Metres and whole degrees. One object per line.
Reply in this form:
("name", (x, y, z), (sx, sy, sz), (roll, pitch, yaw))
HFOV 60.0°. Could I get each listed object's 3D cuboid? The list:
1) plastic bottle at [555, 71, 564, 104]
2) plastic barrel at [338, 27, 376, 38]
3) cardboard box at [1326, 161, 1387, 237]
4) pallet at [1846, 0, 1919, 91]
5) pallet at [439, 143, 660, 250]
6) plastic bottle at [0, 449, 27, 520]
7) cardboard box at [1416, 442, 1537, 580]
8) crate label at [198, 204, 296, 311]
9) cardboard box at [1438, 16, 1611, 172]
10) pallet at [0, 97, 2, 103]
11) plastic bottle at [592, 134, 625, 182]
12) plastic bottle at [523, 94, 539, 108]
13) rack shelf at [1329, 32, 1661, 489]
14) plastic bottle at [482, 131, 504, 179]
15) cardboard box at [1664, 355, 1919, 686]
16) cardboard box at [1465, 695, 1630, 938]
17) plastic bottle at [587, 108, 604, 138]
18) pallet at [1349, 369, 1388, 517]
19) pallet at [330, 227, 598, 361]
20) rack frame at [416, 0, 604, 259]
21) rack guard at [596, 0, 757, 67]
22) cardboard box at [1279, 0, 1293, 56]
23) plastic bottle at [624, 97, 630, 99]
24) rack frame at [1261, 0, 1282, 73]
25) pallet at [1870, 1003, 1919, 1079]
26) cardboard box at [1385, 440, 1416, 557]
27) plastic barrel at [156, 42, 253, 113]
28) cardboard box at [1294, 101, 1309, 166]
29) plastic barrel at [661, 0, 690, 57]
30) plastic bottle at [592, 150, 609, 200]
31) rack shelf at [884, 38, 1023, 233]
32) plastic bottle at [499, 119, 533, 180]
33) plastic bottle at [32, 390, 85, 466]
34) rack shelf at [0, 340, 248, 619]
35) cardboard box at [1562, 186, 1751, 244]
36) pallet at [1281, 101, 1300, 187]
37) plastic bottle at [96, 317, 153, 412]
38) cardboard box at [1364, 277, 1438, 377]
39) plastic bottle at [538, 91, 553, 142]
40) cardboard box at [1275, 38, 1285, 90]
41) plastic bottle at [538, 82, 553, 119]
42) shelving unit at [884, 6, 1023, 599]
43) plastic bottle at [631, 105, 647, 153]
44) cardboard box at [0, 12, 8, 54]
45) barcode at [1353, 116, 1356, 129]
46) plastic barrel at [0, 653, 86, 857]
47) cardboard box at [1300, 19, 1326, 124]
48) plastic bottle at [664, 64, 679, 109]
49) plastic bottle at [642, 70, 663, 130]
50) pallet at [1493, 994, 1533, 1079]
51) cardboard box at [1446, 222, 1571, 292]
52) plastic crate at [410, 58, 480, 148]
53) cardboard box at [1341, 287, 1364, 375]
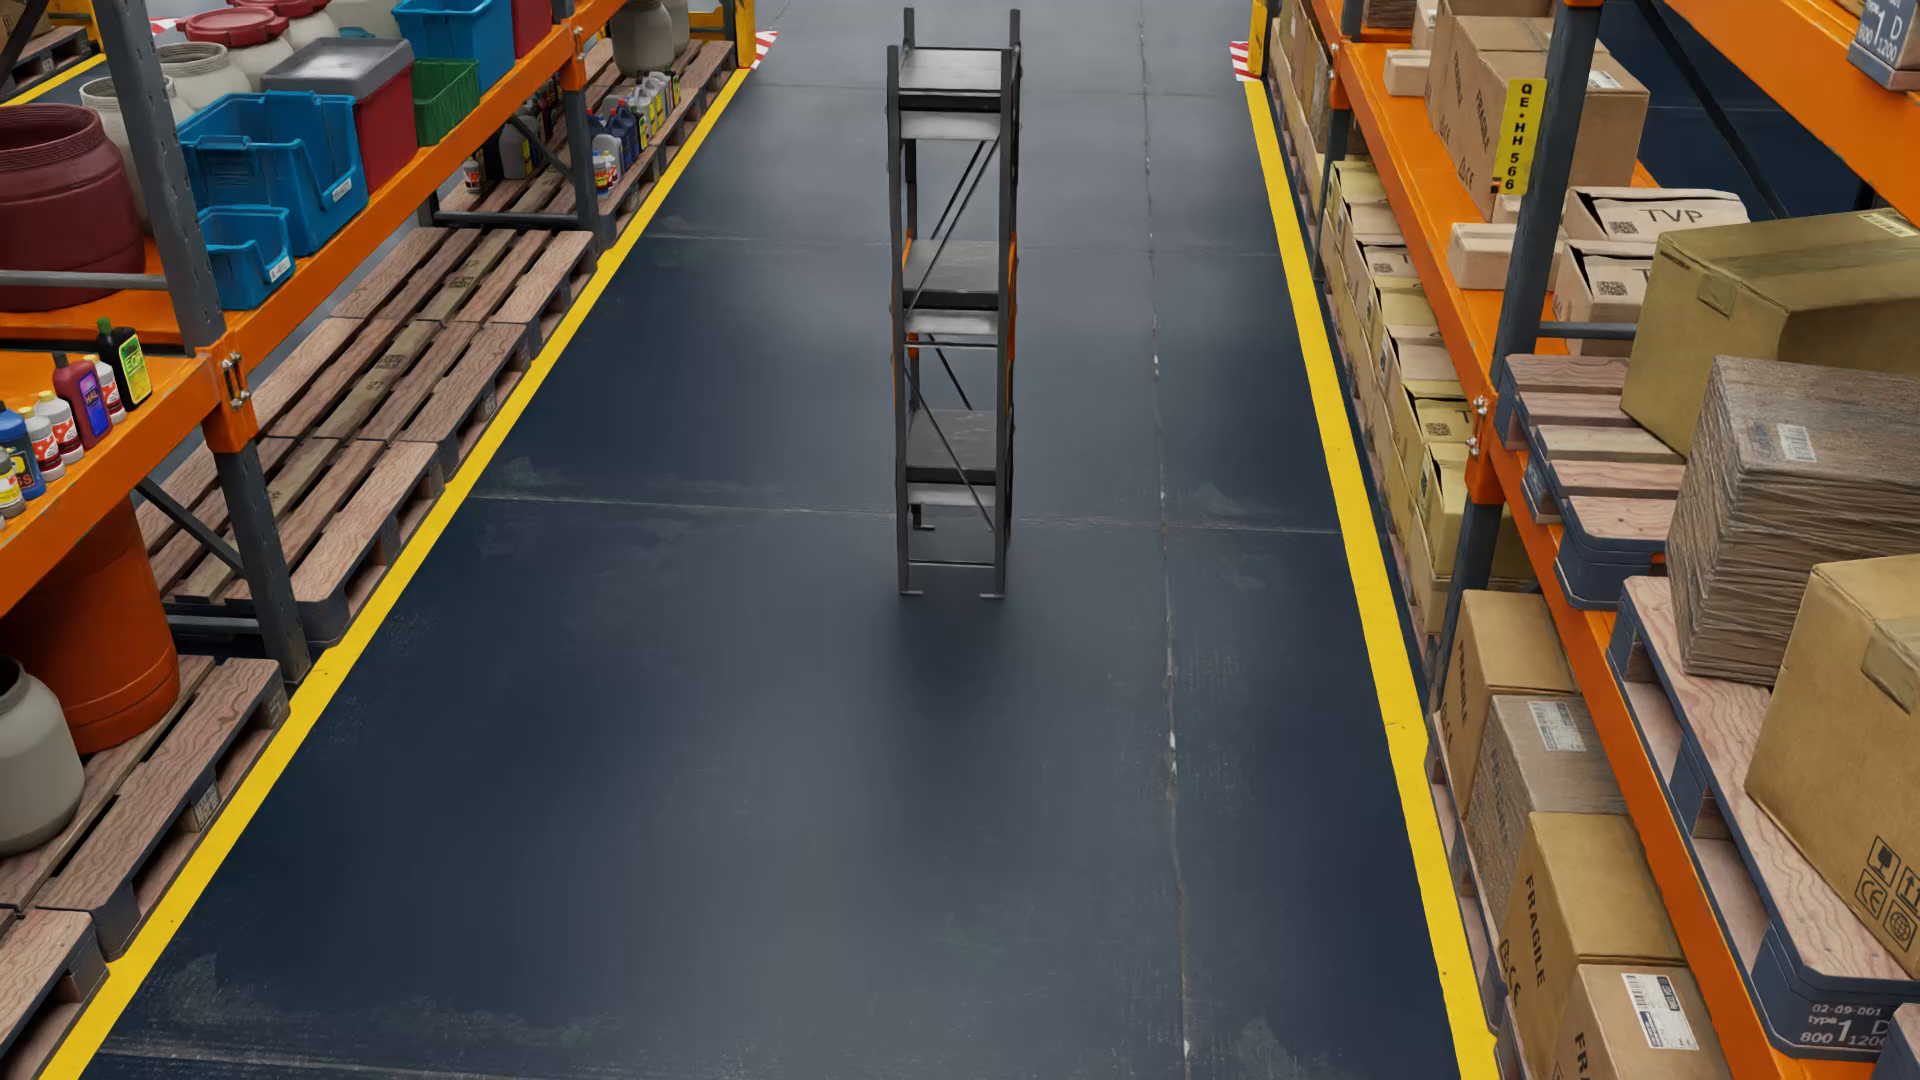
("plastic bottle", (-2.658, -3.000, 11.006), (0.097, 0.201, 0.097), (0, 32, 0))
("plastic barrel", (-2.778, -2.157, 7.522), (0.301, 0.262, 0.301), (0, 32, 0))
("cardboard box", (2.138, -1.729, 8.383), (0.500, 0.311, 0.500), (3, 32, 4))
("pallet", (1.973, -0.582, 2.155), (1.213, 0.211, 1.003), (2, 32, 4))
("pallet", (-2.421, -2.063, 9.897), (1.003, 0.211, 1.213), (2, 32, 4))
("plastic bottle", (-2.520, -0.162, 4.343), (0.097, 0.201, 0.097), (0, 32, 0))
("cardboard box", (1.891, -0.127, 5.783), (0.500, 0.311, 0.500), (3, 32, 5))
("crate label", (-2.435, -0.942, 5.580), (0.303, 0.233, 0.416), (2, 32, 4))
("cardboard box", (2.257, -1.792, 6.703), (0.500, 0.500, 0.500), (3, 32, 4))
("pallet", (-7.337, -2.918, 11.283), (1.003, 0.211, 1.213), (2, 32, 4))
("plastic bottle", (-2.055, -2.247, 9.714), (0.152, 0.276, 0.135), (4, 32, 6))
("plastic bottle", (-2.693, -2.632, 10.338), (0.152, 0.276, 0.135), (3, 32, 5))
("rack shelf", (2.257, -1.335, 6.744), (1.077, 0.370, 4.000), (2, 32, 4))
("plastic bottle", (-2.752, -2.310, 9.744), (0.144, 0.351, 0.185), (2, 32, 3))
("cardboard box", (1.890, -0.013, 3.416), (0.700, 0.500, 0.500), (8, 33, 13))
("cardboard box", (1.735, 0.781, 4.587), (0.500, 0.500, 0.500), (1, 32, 2))
("plastic bottle", (-2.181, -2.371, 9.844), (0.144, 0.351, 0.185), (2, 32, 4))
("pallet", (2.302, -0.474, 7.318), (1.003, 0.211, 1.213), (2, 32, 4))
("pallet", (-2.542, -1.302, 8.661), (1.003, 0.211, 1.213), (2, 32, 4))
("rack frame", (-2.517, -2.901, 8.598), (1.000, 3.000, 0.127), (2, 32, 4))
("rack guard", (-2.150, -3.887, 12.580), (1.175, 0.500, 0.348), (2, 32, 4))
("cardboard box", (2.441, -3.574, 11.196), (0.500, 0.500, 0.500), (2, 32, 4))
("plastic bottle", (-2.096, -2.702, 10.523), (0.097, 0.201, 0.097), (0, 32, 0))
("rack frame", (2.745, -4.779, 11.646), (1.000, 3.000, 0.127), (2, 32, 4))
("pallet", (1.942, 1.164, 2.185), (1.003, 0.211, 1.213), (2, 32, 4))
("cardboard box", (1.932, -0.159, 6.370), (0.500, 0.250, 0.500), (2, 32, 3))
("plastic barrel", (-2.937, -1.624, 6.420), (0.421, 0.512, 0.421), (0, 32, 0))
("cardboard box", (2.316, -2.471, 10.120), (0.500, 0.250, 0.500), (2, 32, 4))
("plastic barrel", (-2.169, -3.765, 11.971), (0.421, 0.512, 0.421), (0, 32, 0))
("plastic bottle", (-2.054, -2.075, 9.439), (0.097, 0.271, 0.097), (0, 32, 0))
("rack shelf", (-0.013, -1.392, 5.699), (0.431, 0.518, 0.480), (2, 32, 4))
("plastic bottle", (-2.608, -2.304, 9.734), (0.144, 0.351, 0.185), (2, 32, 4))
("plastic bottle", (-2.497, -0.315, 4.591), (0.097, 0.201, 0.097), (0, 32, 0))
("rack shelf", (-3.005, 0.543, 3.696), (1.077, 0.370, 4.000), (2, 32, 4))
("cardboard box", (2.360, -1.017, 5.627), (0.500, 0.311, 0.500), (2, 32, 3))
("pallet", (2.623, -2.554, 10.693), (1.003, 0.211, 1.213), (2, 32, 4))
("plastic bottle", (-2.450, -0.530, 4.862), (0.061, 0.283, 0.133), (2, 32, 4))
("cardboard box", (2.014, -0.925, 7.078), (0.500, 0.311, 0.500), (3, 32, 5))
("plastic bottle", (-2.586, -2.631, 10.330), (0.061, 0.283, 0.133), (2, 32, 4))
("cardboard box", (2.443, -3.255, 11.393), (0.500, 0.250, 0.500), (2, 32, 4))
("plastic bottle", (-2.685, -2.852, 10.700), (0.097, 0.271, 0.097), (0, 32, 0))
("shelving unit", (-0.013, -0.807, 6.059), (0.431, 2.100, 0.503), (2, 32, 4))
("plastic bottle", (-1.967, -2.520, 10.149), (0.061, 0.283, 0.133), (4, 32, 6))
("cardboard box", (-7.210, -3.679, 11.843), (0.500, 0.500, 0.500), (11, 33, 17))
("barcode", (1.984, -2.104, 8.353), (0.001, 0.075, 0.075), (2, 32, 4))
("plastic barrel", (-2.822, 0.627, 4.845), (0.421, 0.512, 0.421), (0, 32, 0))
("cardboard box", (2.329, -2.789, 9.923), (0.500, 0.500, 0.500), (2, 32, 4))
("plastic bottle", (-1.895, -2.983, 10.900), (0.061, 0.283, 0.133), (3, 32, 5))
("plastic bottle", (-1.972, -2.783, 10.513), (0.144, 0.351, 0.185), (4, 32, 6))
("pallet", (1.894, 1.616, 3.926), (1.003, 0.211, 1.213), (2, 32, 4))
("cardboard box", (1.892, -0.971, 5.706), (0.380, 0.149, 0.250), (2, 32, 4))
("plastic crate", (-2.377, -1.888, 7.157), (0.450, 0.188, 0.662), (2, 32, 4))
("cardboard box", (2.058, -0.957, 7.665), (0.500, 0.250, 0.500), (2, 32, 2))
